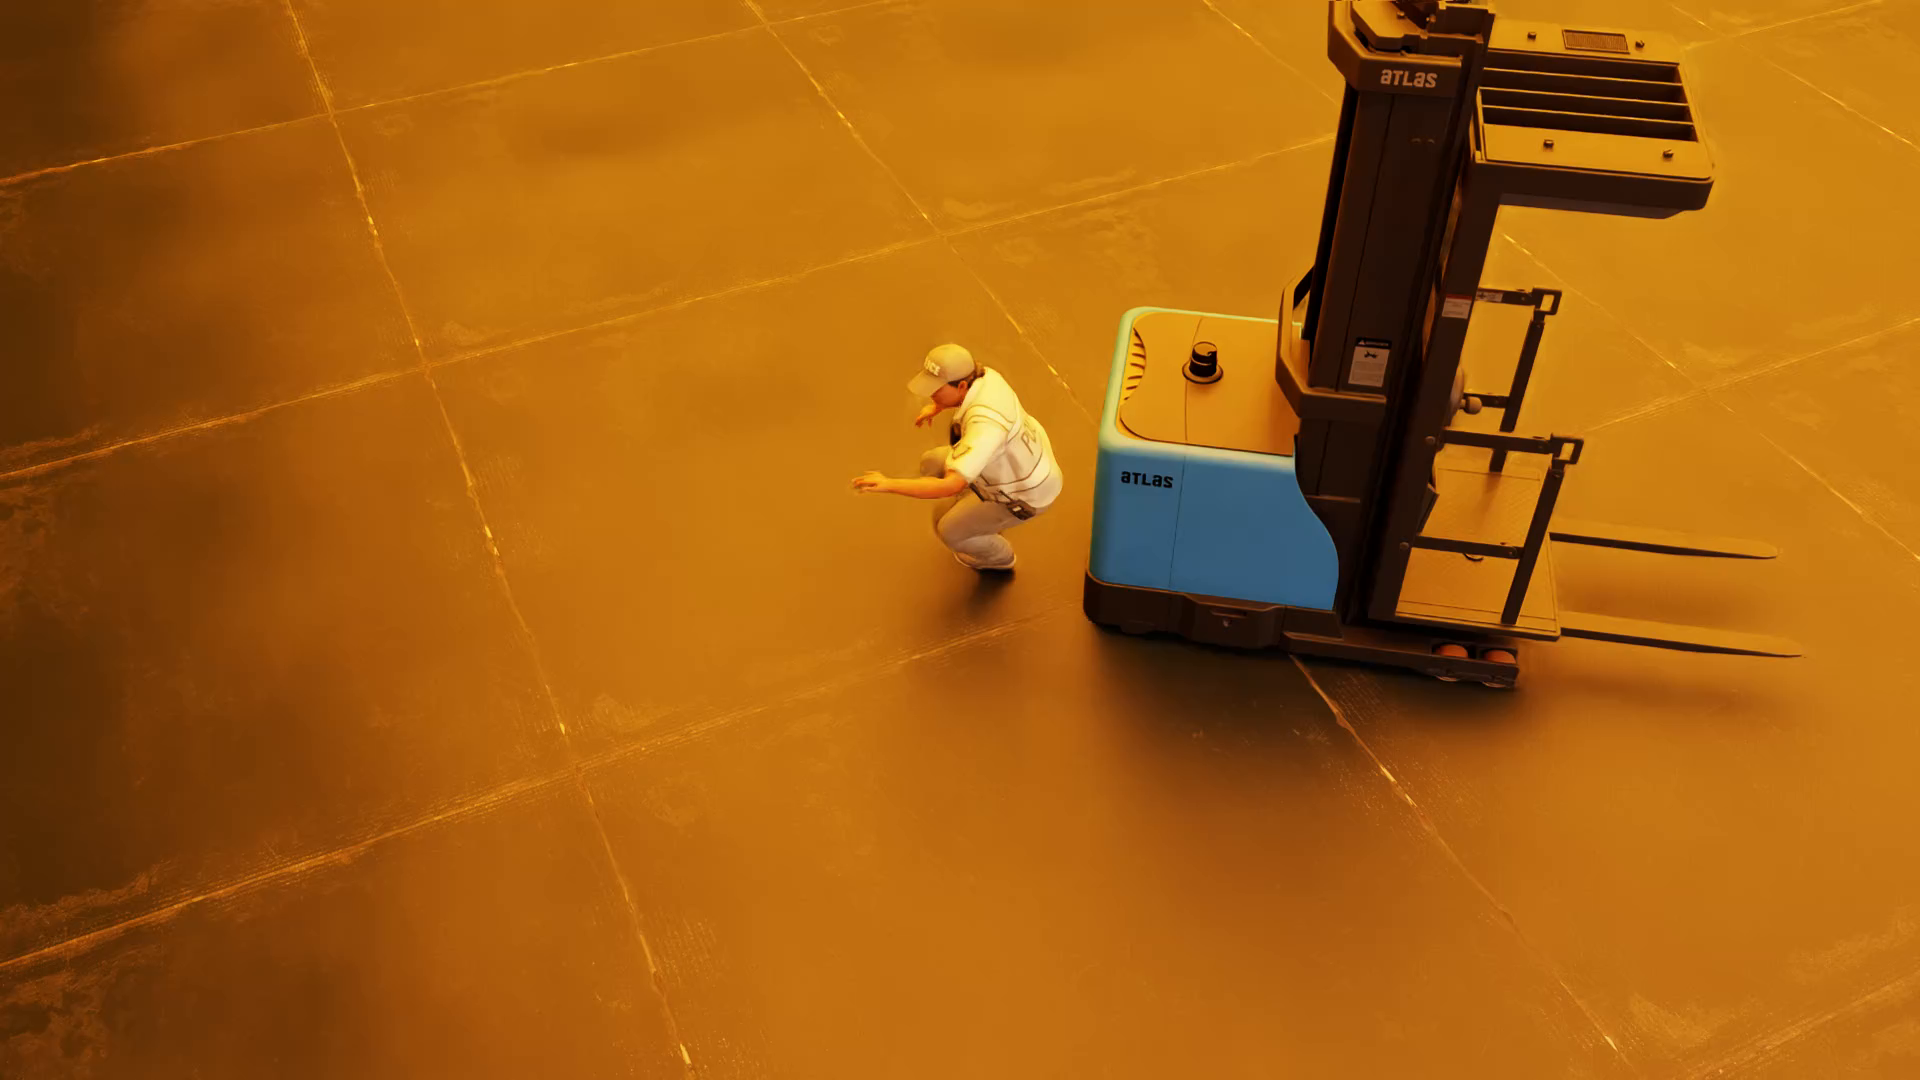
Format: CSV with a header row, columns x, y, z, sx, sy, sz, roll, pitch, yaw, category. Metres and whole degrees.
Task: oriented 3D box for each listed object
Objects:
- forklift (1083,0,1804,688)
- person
x,y,z,sx,sy,sz,roll,pitch,yaw,category
2.113,-0.832,6.572,3.031,2.935,1.130,7,43,7,forklift
-0.051,-0.351,7.181,0.912,1.434,1.127,-7,44,-8,person
